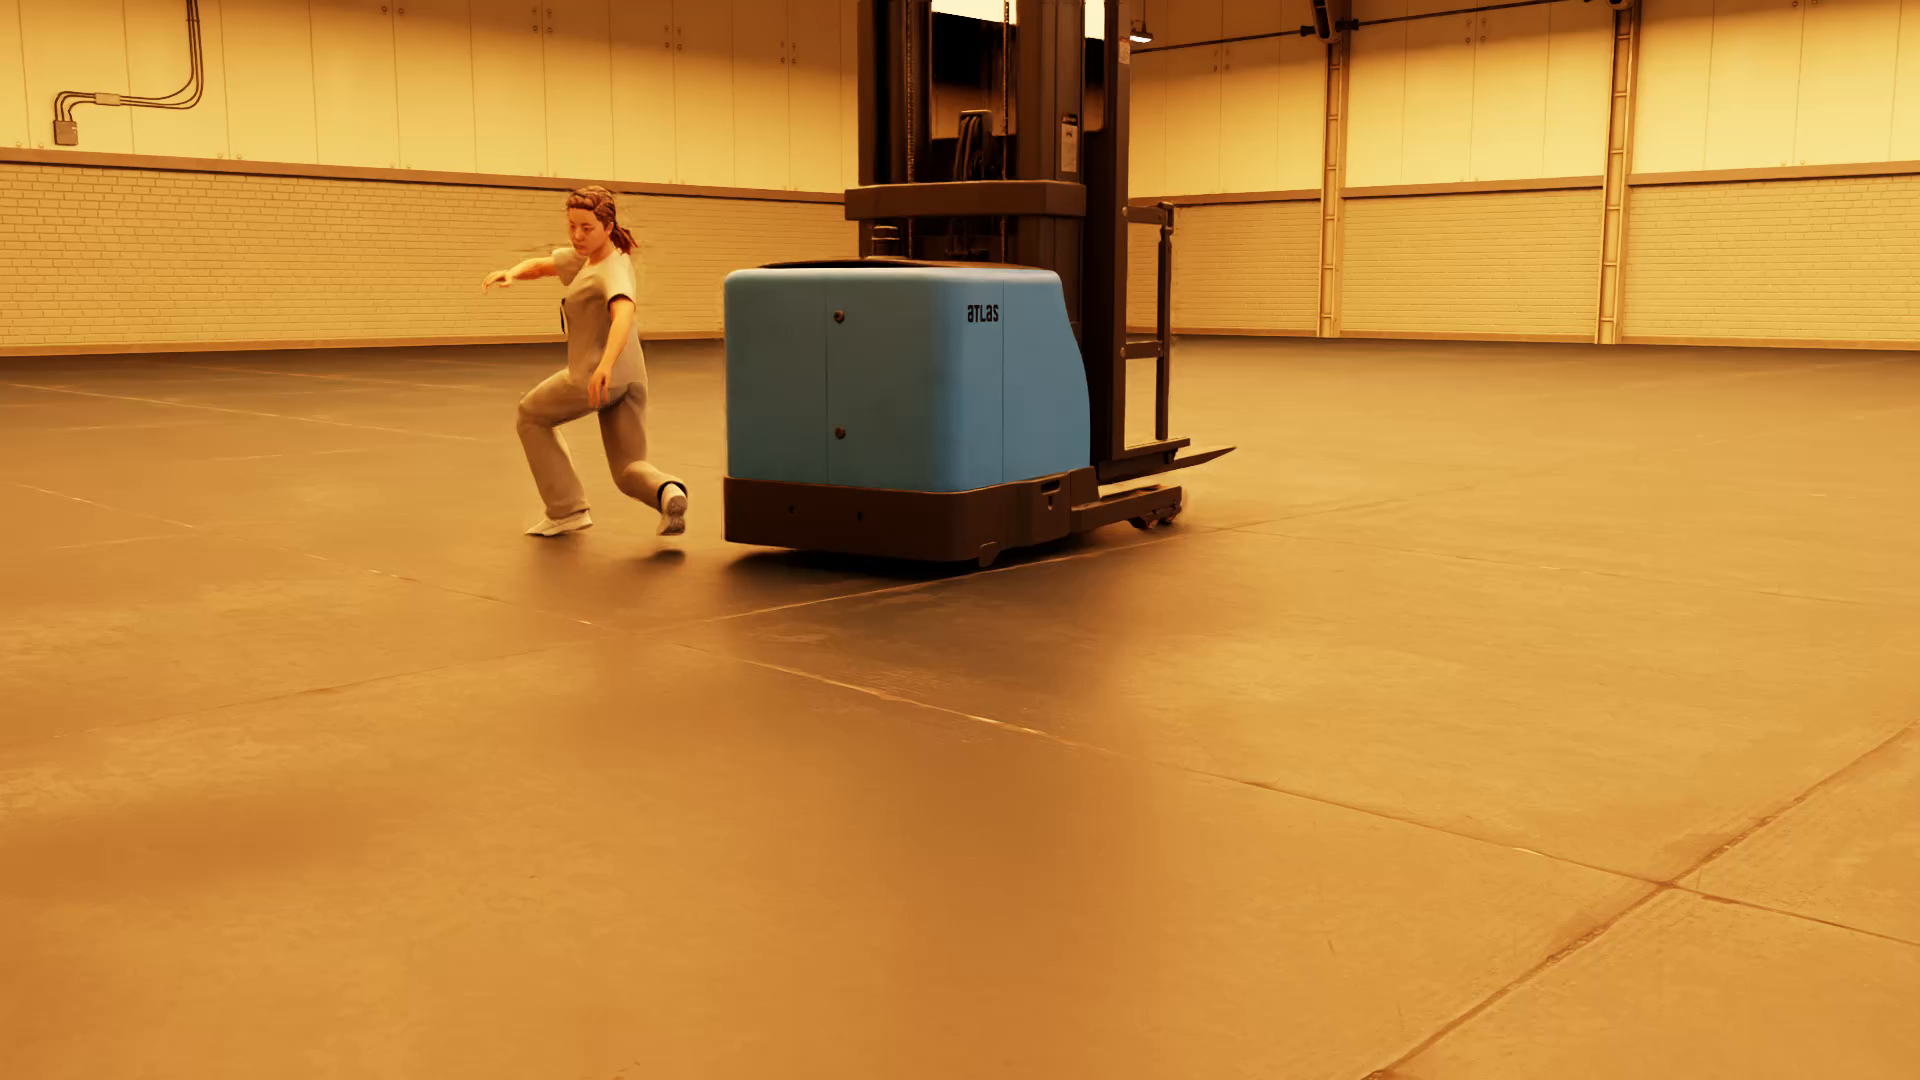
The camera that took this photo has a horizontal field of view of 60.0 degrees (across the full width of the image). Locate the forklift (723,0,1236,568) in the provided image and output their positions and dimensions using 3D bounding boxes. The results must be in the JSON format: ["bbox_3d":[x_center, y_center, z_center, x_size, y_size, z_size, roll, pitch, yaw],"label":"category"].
[{"bbox_3d":[0.308,-1.528,7.024,1.130,2.935,3.031,5,10,31],"label":"forklift"}]

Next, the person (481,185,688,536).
[{"bbox_3d":[-1.458,-0.654,6.502,0.947,1.439,0.684,4,10,26],"label":"person"}]
